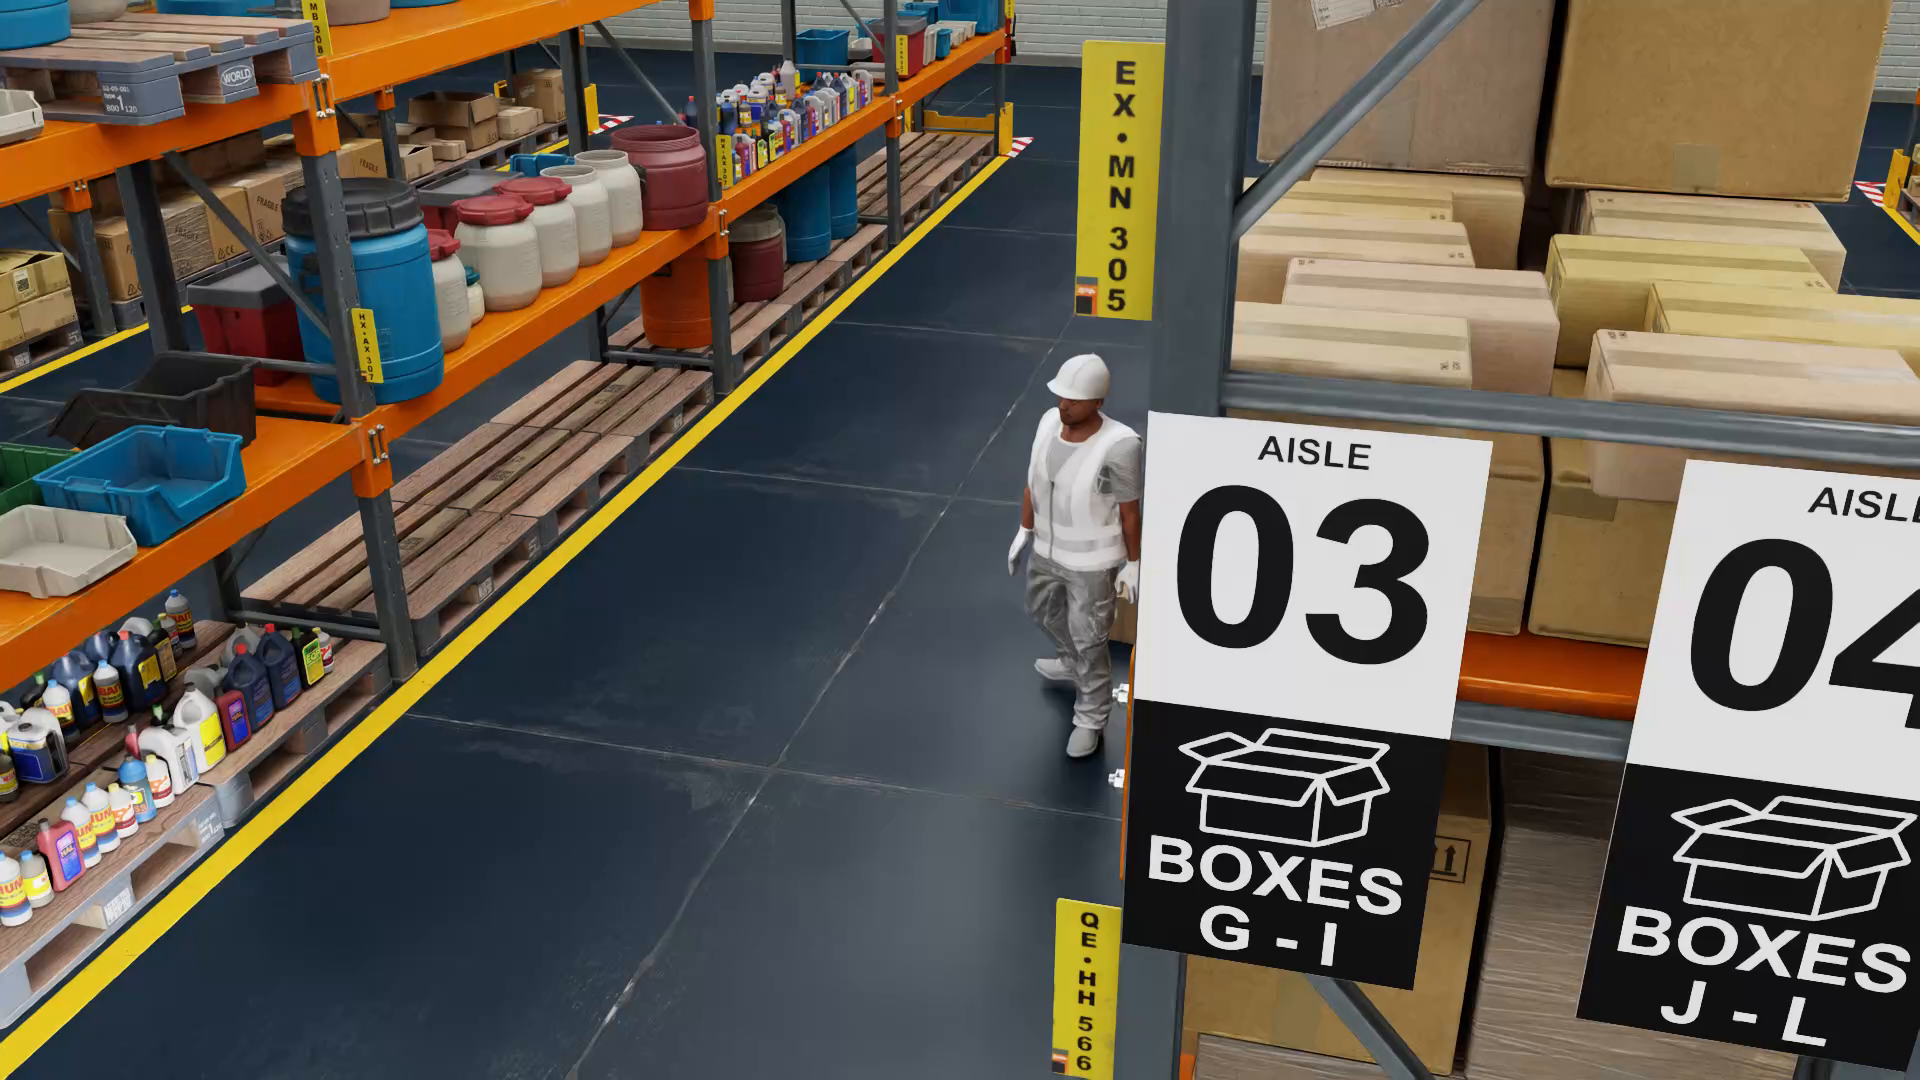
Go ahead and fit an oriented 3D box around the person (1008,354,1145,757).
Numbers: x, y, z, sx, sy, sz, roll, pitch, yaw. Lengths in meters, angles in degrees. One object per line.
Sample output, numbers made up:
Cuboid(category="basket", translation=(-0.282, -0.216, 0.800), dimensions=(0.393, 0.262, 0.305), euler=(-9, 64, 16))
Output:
Cuboid(category="person", translation=(0.485, 0.007, 7.061), dimensions=(0.518, 1.775, 0.747), euler=(-19, 31, -34))
